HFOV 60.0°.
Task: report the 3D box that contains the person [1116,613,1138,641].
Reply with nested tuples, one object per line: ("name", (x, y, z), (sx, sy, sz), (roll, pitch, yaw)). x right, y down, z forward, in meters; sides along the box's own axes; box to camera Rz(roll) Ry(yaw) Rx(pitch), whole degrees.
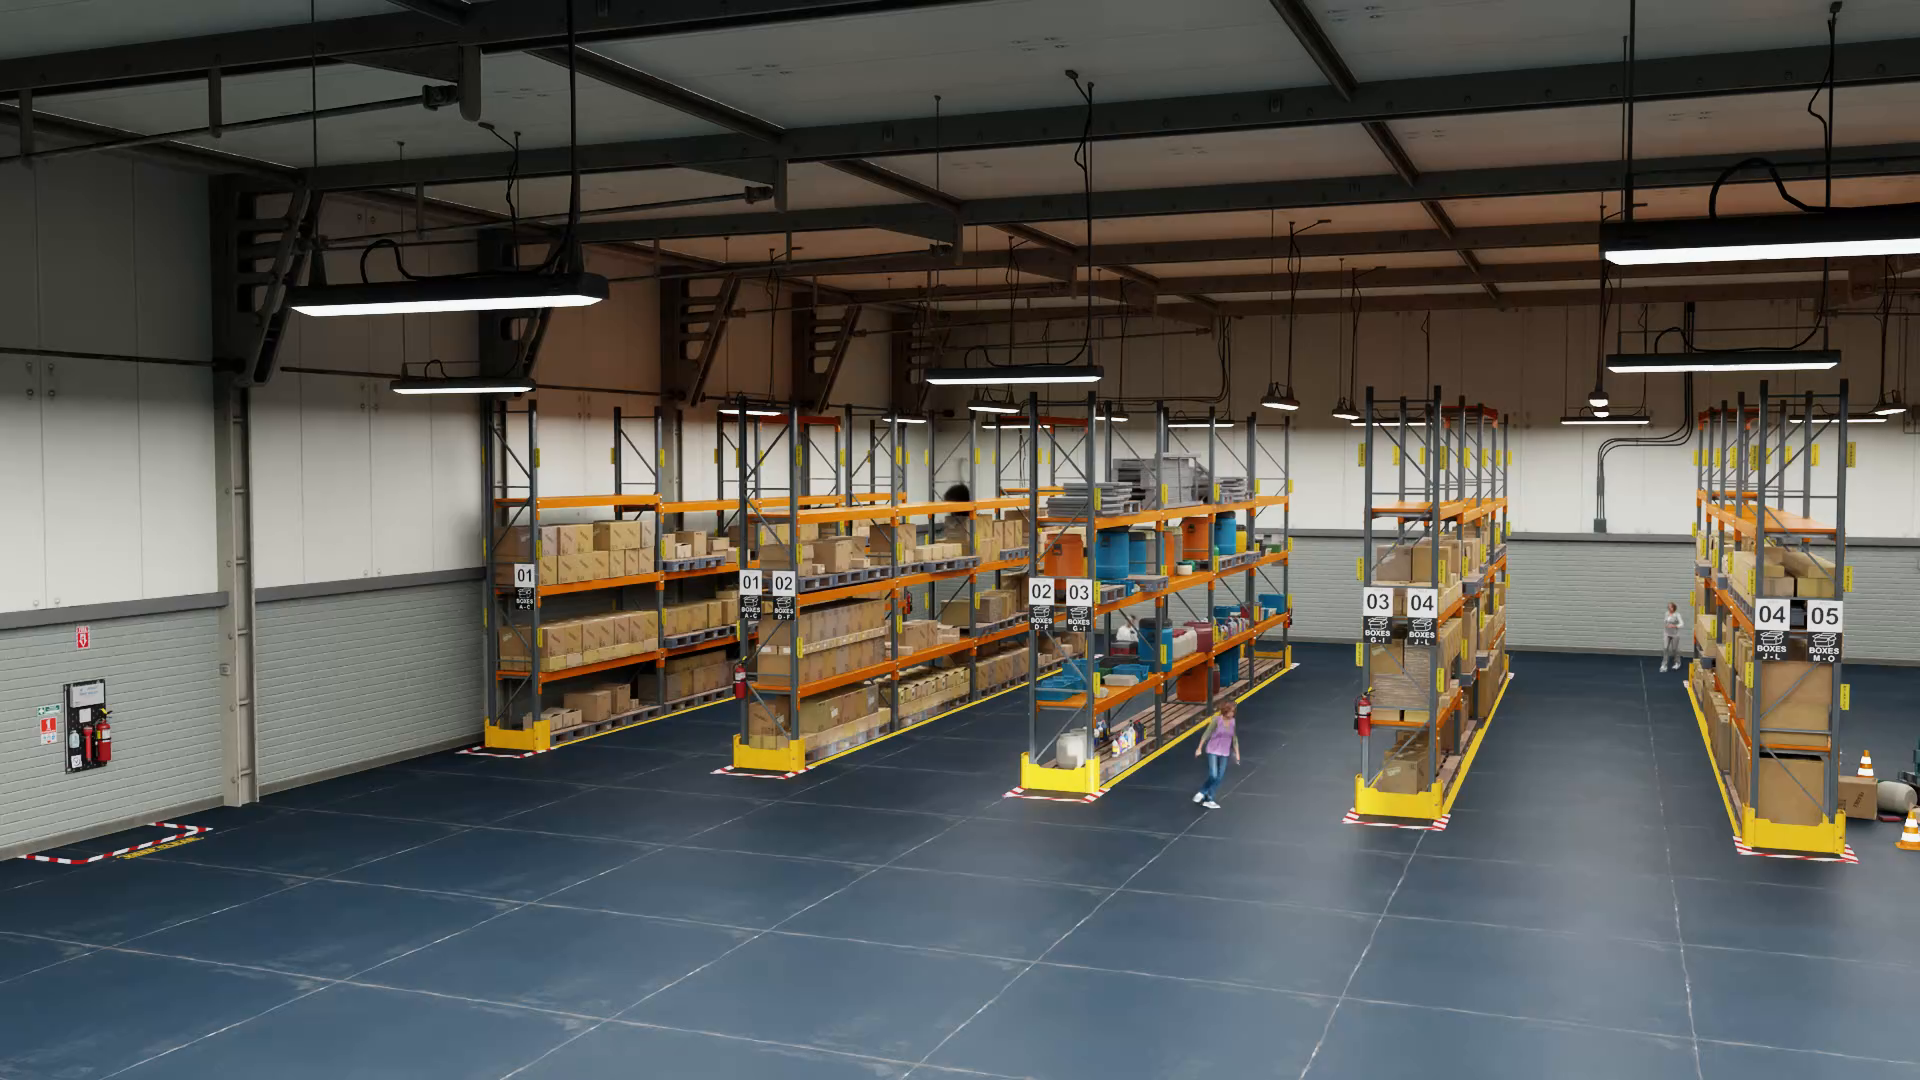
("person", (3.566, 2.414, 35.395), (0.565, 1.718, 0.685), (1, 3, 14))

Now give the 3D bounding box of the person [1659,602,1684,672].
("person", (16.684, 2.272, 38.917), (0.745, 1.598, 0.529), (-3, 4, -42))

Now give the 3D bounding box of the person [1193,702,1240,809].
("person", (3.664, 3.063, 23.703), (0.568, 1.555, 0.533), (-1, 3, -26))
